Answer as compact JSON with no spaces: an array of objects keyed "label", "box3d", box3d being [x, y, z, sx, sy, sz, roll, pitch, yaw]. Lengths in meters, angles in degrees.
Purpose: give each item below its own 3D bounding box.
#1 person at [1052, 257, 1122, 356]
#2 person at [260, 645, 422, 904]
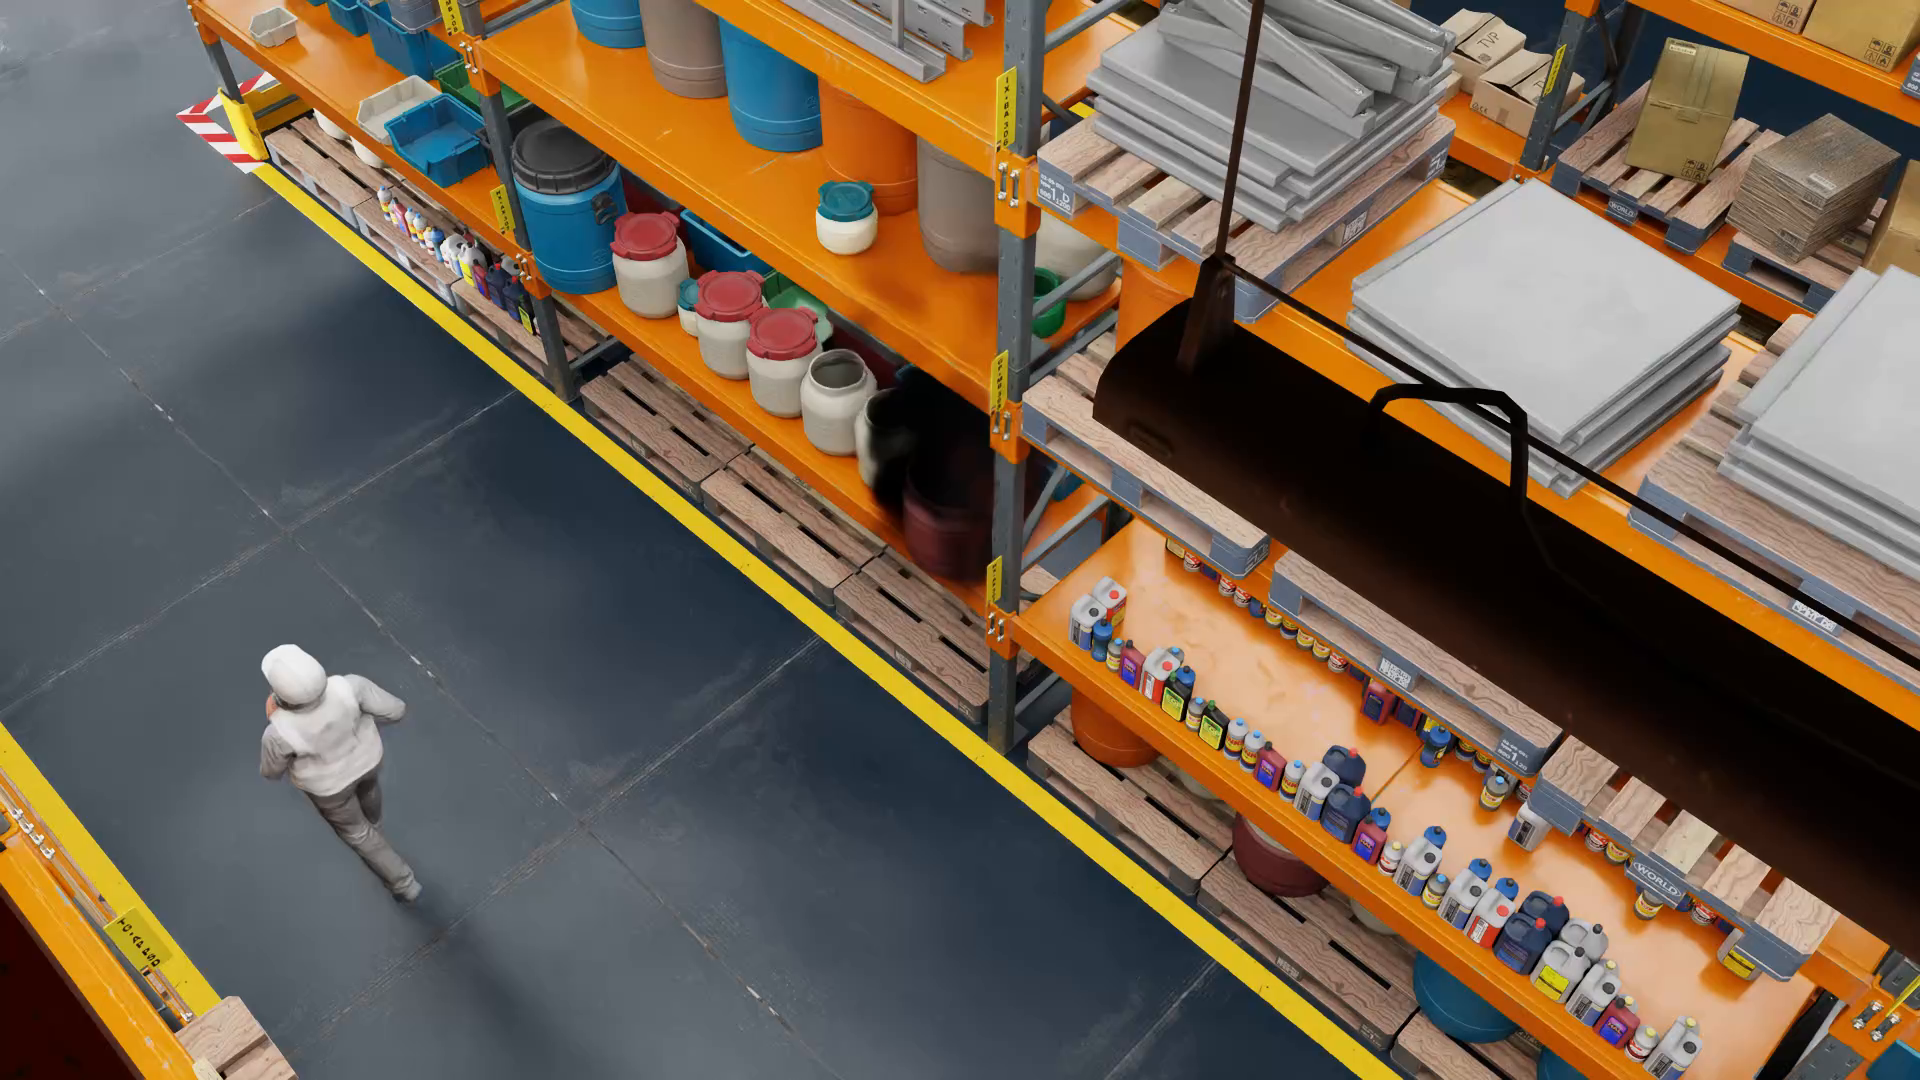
[{"label":"person","box3d":[0.665,-1.563,10.198,0.575,1.739,0.706,34,58,25]},{"label":"person","box3d":[-2.988,1.058,7.985,0.842,1.795,0.666,34,58,25]}]
